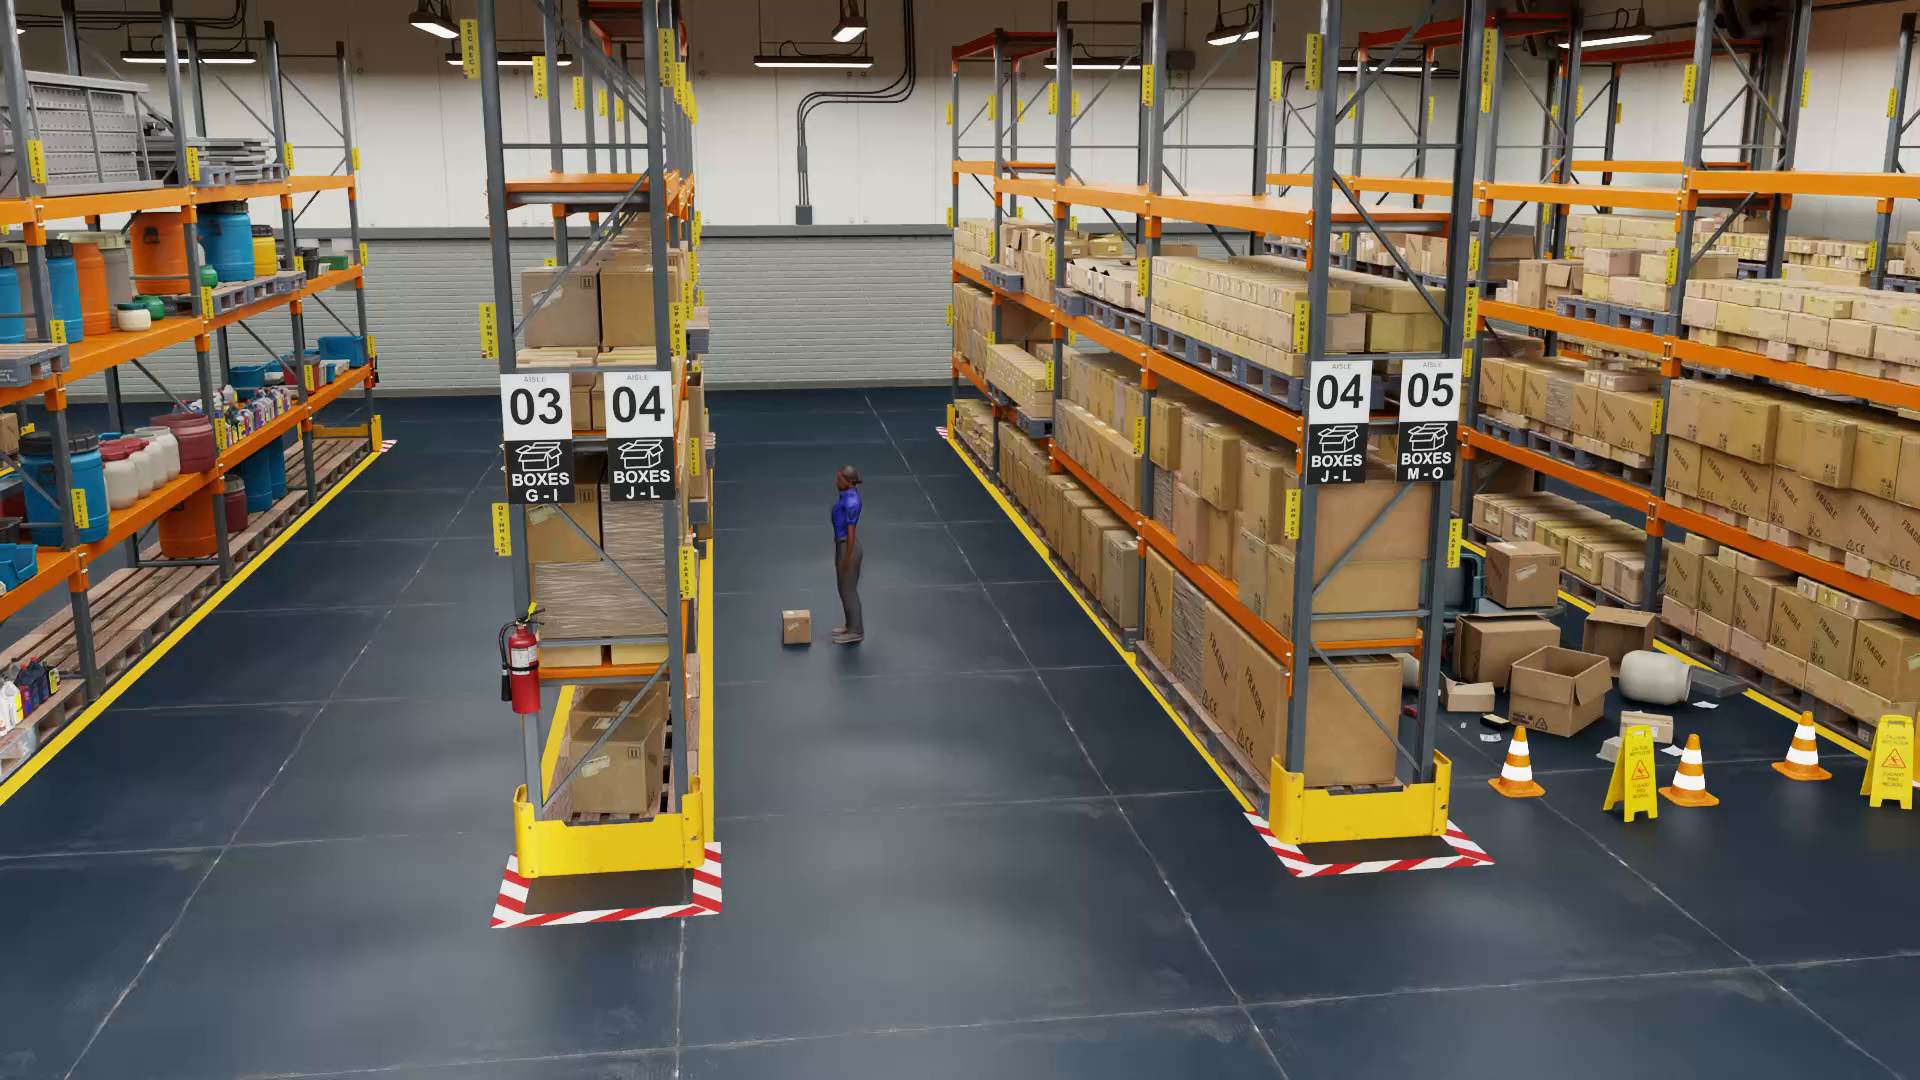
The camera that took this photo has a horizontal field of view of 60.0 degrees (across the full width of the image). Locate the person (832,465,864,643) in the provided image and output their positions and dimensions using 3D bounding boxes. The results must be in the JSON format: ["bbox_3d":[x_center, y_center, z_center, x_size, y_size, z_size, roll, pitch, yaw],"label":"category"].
[{"bbox_3d":[-1.052,0.119,15.495,0.312,1.659,0.436,-2,13,-7],"label":"person"}]
